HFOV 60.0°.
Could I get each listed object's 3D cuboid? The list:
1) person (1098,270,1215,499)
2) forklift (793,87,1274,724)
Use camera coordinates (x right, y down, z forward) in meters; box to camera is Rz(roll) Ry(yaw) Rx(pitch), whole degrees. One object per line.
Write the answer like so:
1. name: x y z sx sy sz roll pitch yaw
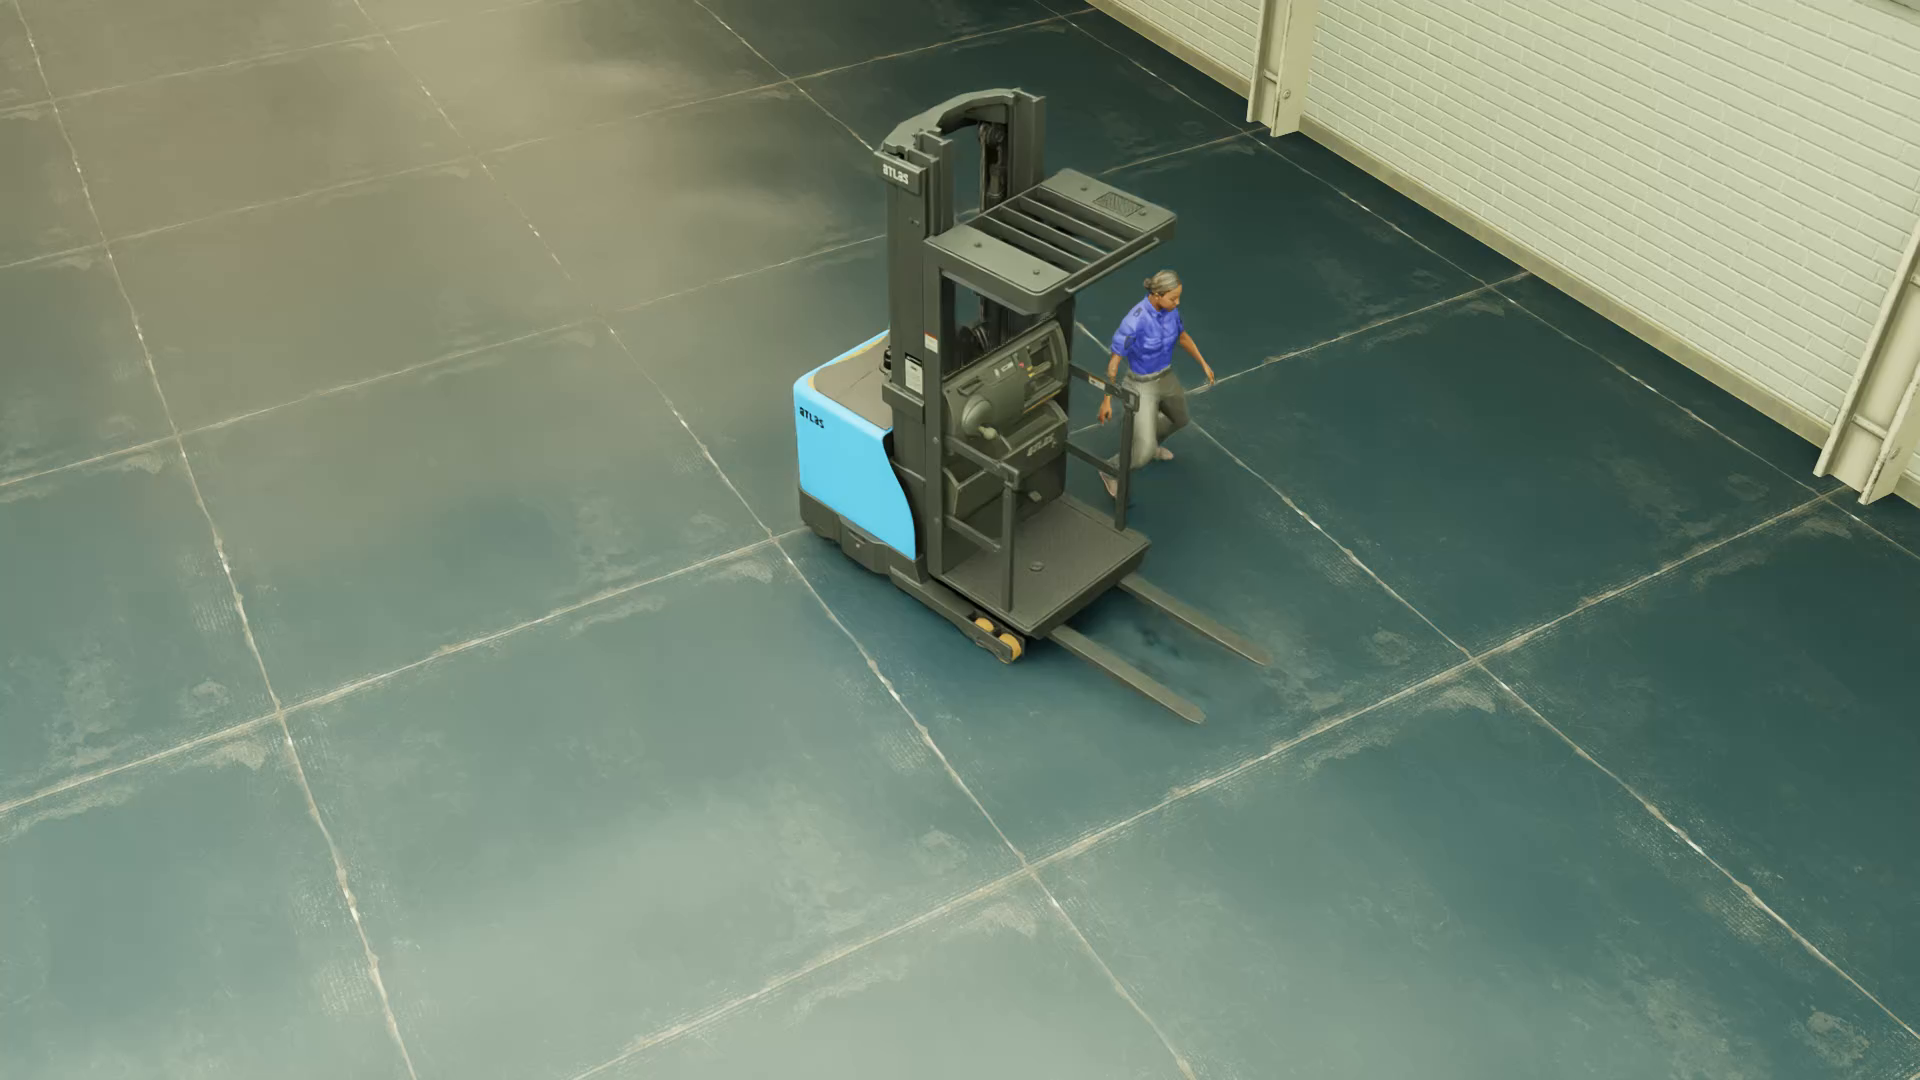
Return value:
1. person: 1.191 -0.967 10.308 0.851 1.566 0.580 -29 48 -30
2. forklift: 0.412 -0.806 9.008 3.031 2.935 1.130 32 49 32
